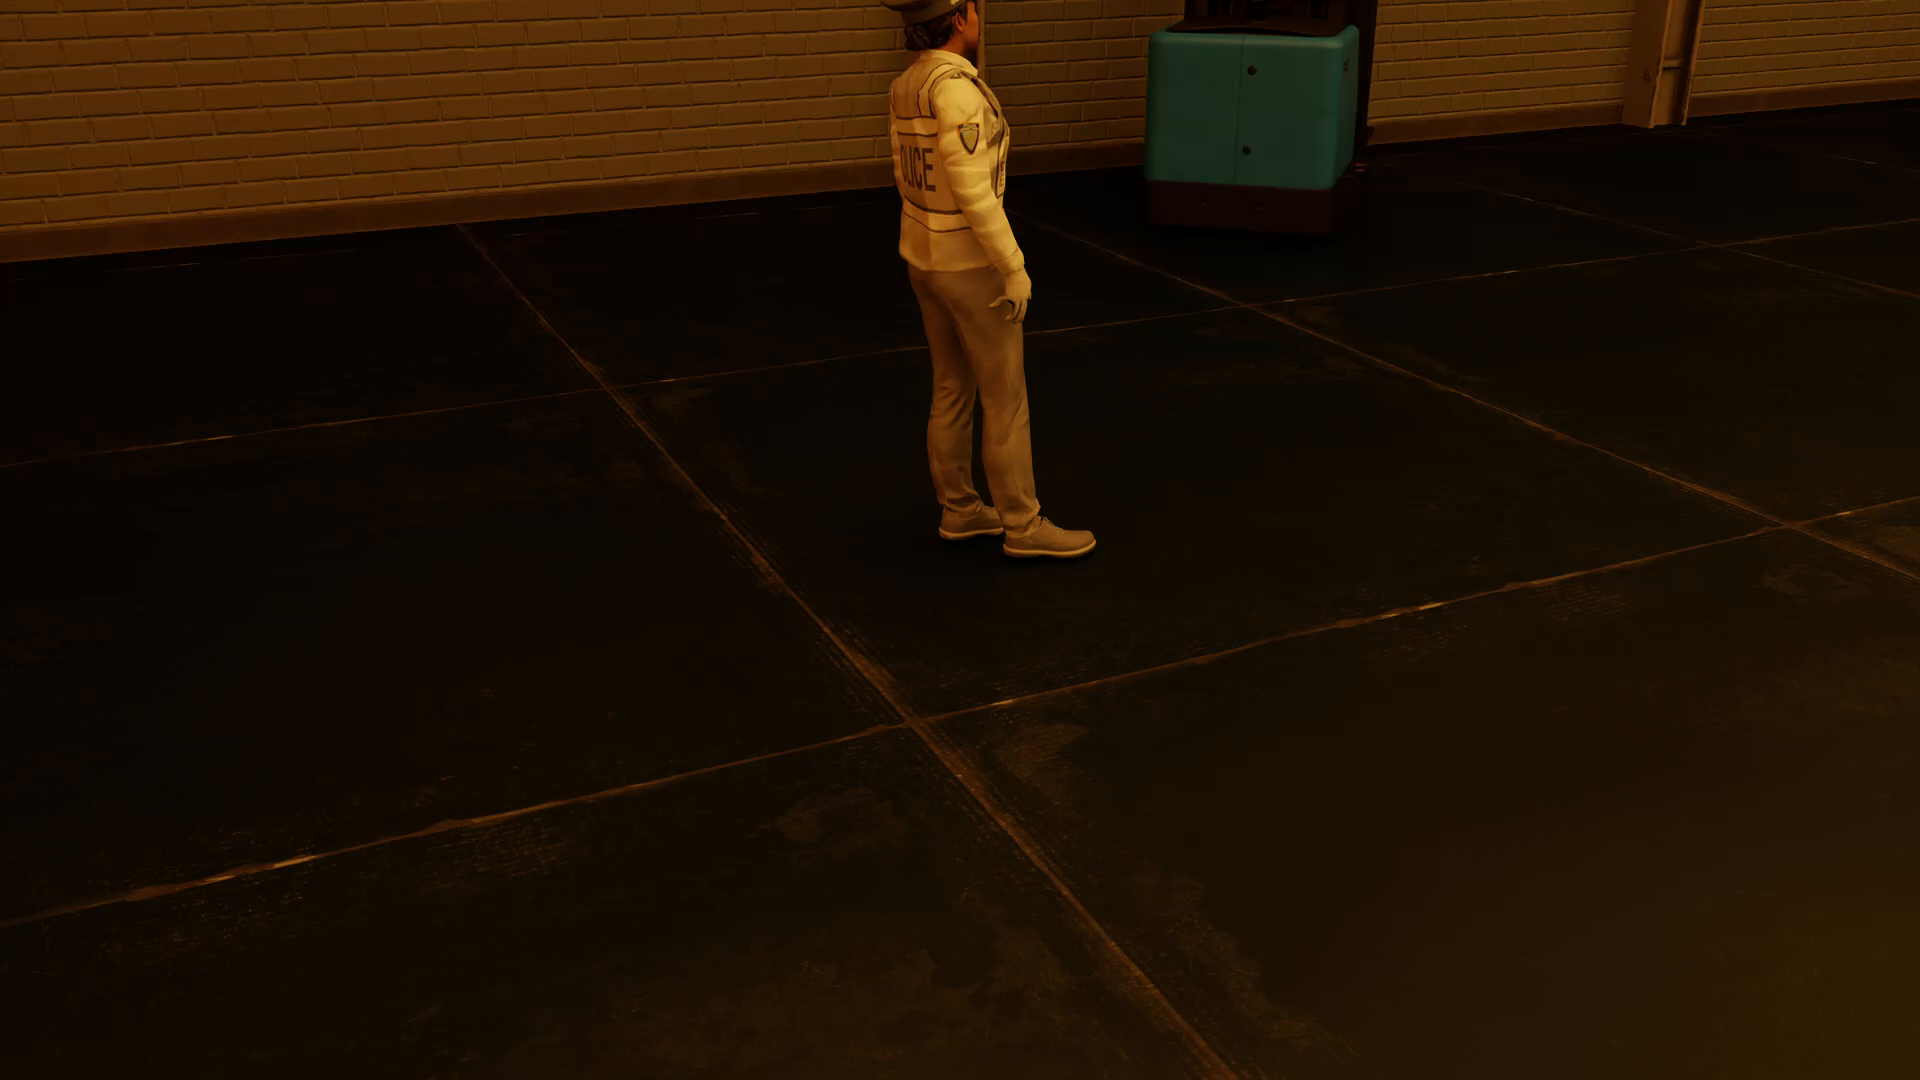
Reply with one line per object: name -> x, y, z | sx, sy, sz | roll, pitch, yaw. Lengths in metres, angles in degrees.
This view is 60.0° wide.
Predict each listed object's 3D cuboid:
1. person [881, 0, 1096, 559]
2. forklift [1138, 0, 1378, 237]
person -> 0.065, -0.798, 4.800 | 0.531, 1.695, 0.587 | -10, 25, -23
forklift -> 1.926, -3.501, 9.713 | 1.130, 2.935, 3.031 | 7, 24, 17
